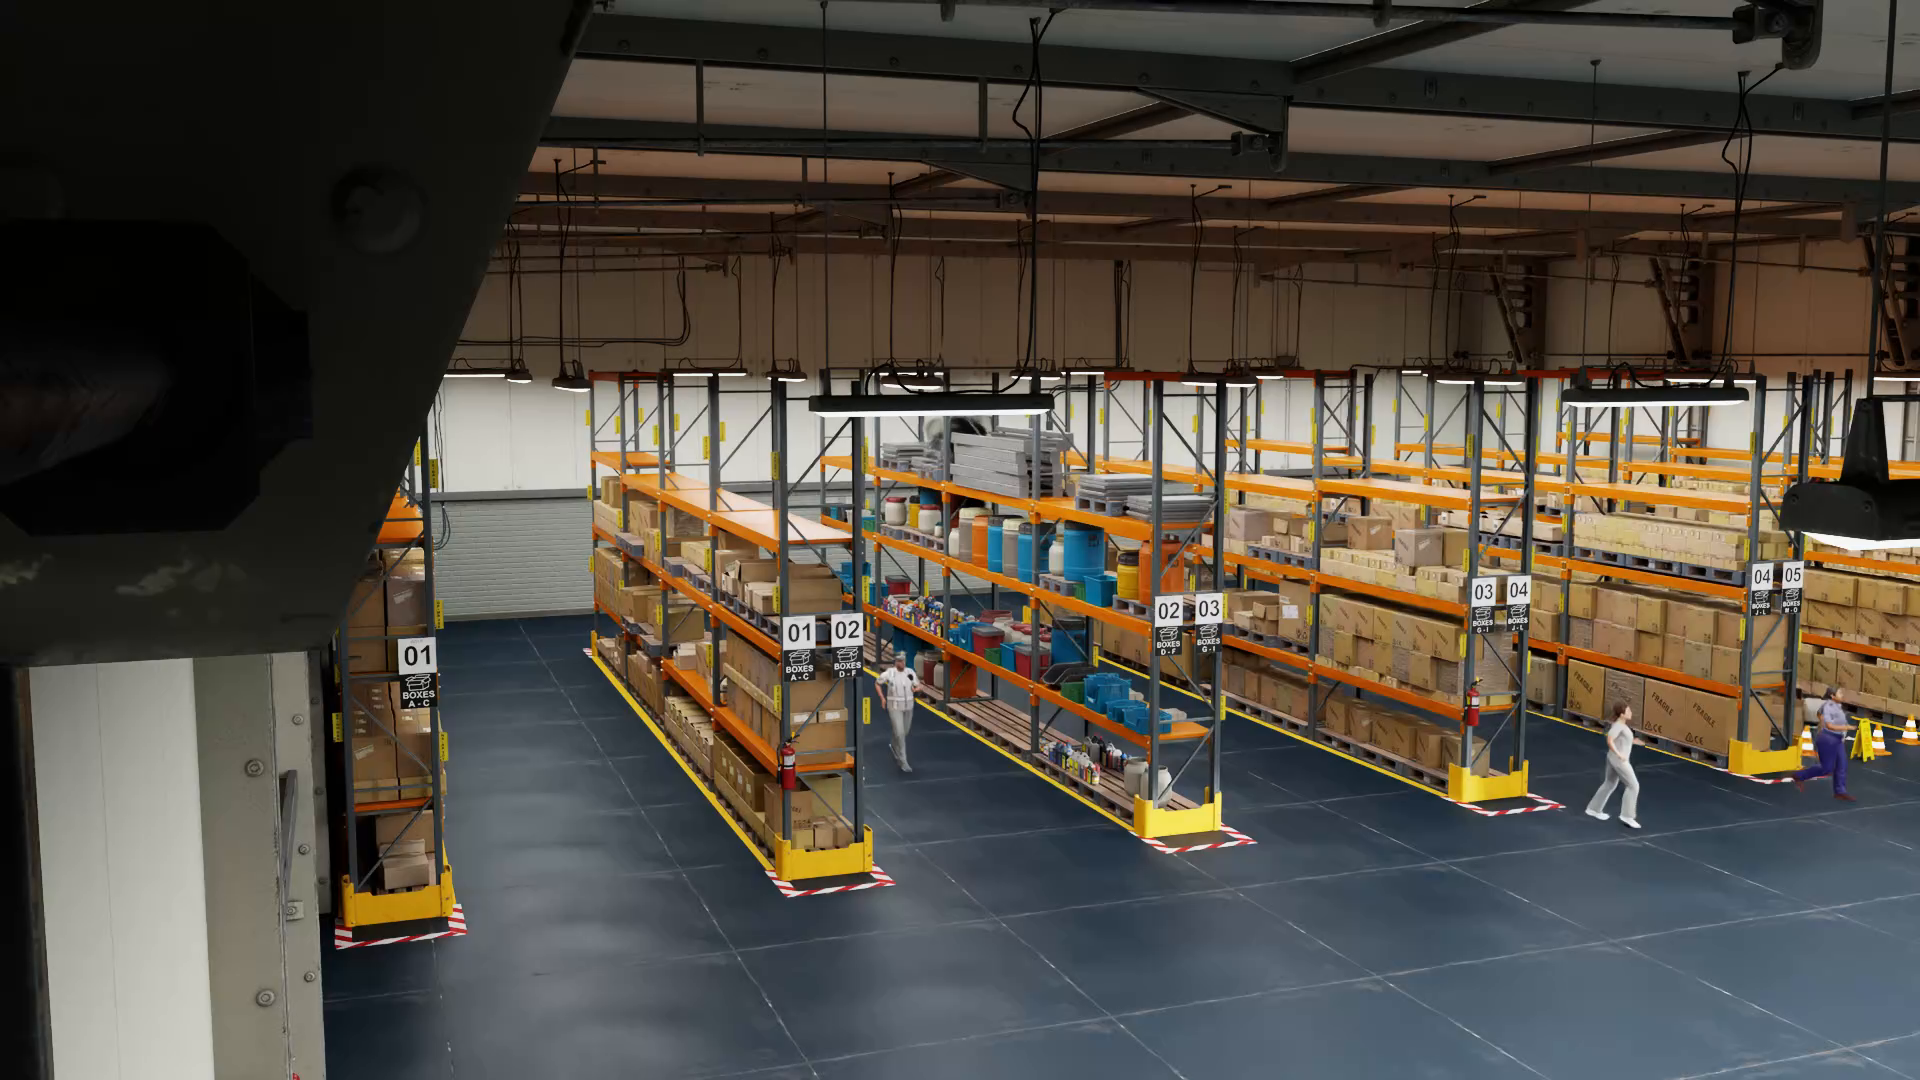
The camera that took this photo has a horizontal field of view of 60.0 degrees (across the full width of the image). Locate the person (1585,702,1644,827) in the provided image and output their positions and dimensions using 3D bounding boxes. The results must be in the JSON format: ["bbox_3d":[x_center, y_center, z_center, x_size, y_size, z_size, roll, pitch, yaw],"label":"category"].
[{"bbox_3d":[8.819,3.021,22.340,0.704,1.720,0.559,1,6,9],"label":"person"}]

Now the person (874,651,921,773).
[{"bbox_3d":[-0.914,2.582,25.555,0.656,1.796,0.954,-4,7,-29],"label":"person"}]

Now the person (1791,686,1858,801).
[{"bbox_3d":[12.351,2.874,23.671,0.834,1.626,0.609,4,8,35],"label":"person"}]
